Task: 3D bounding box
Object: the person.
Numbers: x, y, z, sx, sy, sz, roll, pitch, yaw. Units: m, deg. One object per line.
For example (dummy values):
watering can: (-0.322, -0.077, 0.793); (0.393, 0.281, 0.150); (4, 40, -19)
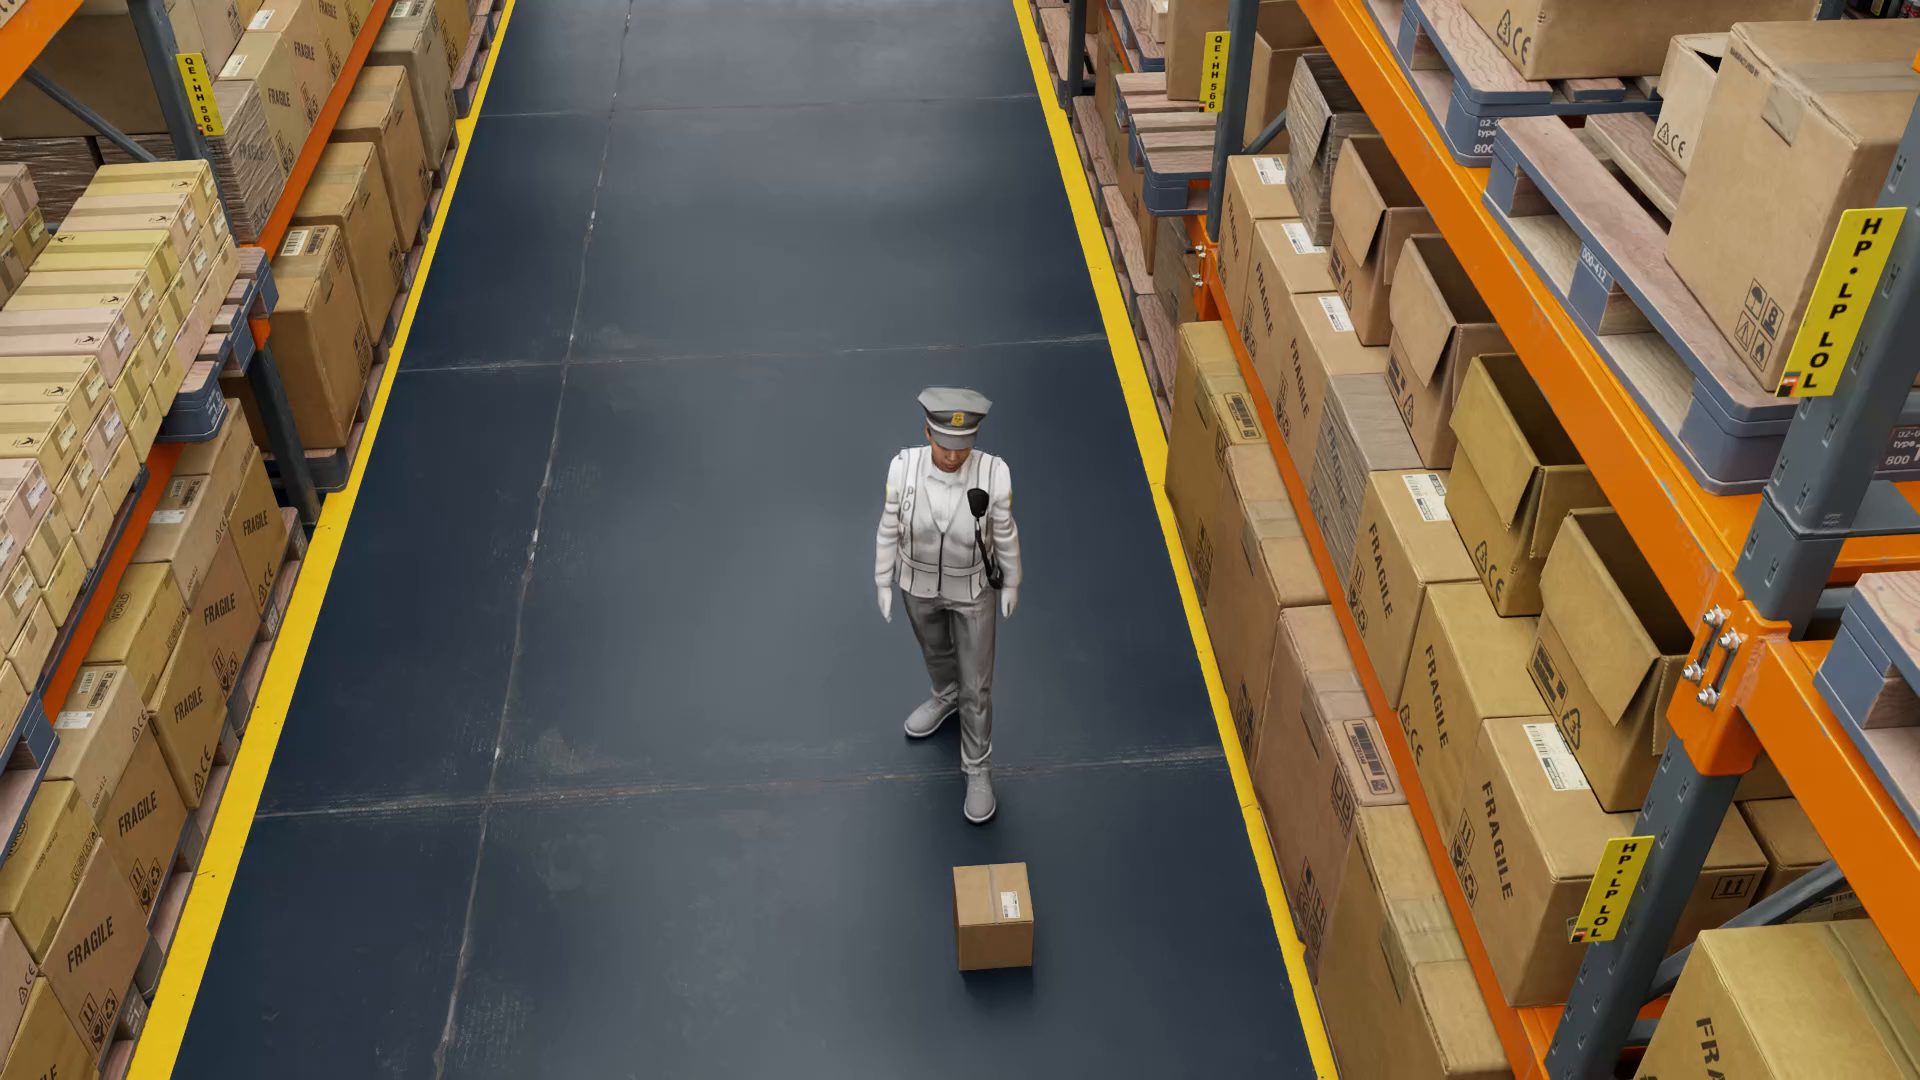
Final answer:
person: (-0.057, 0.197, 5.891); (0.520, 1.663, 0.642); (7, 40, 8)
